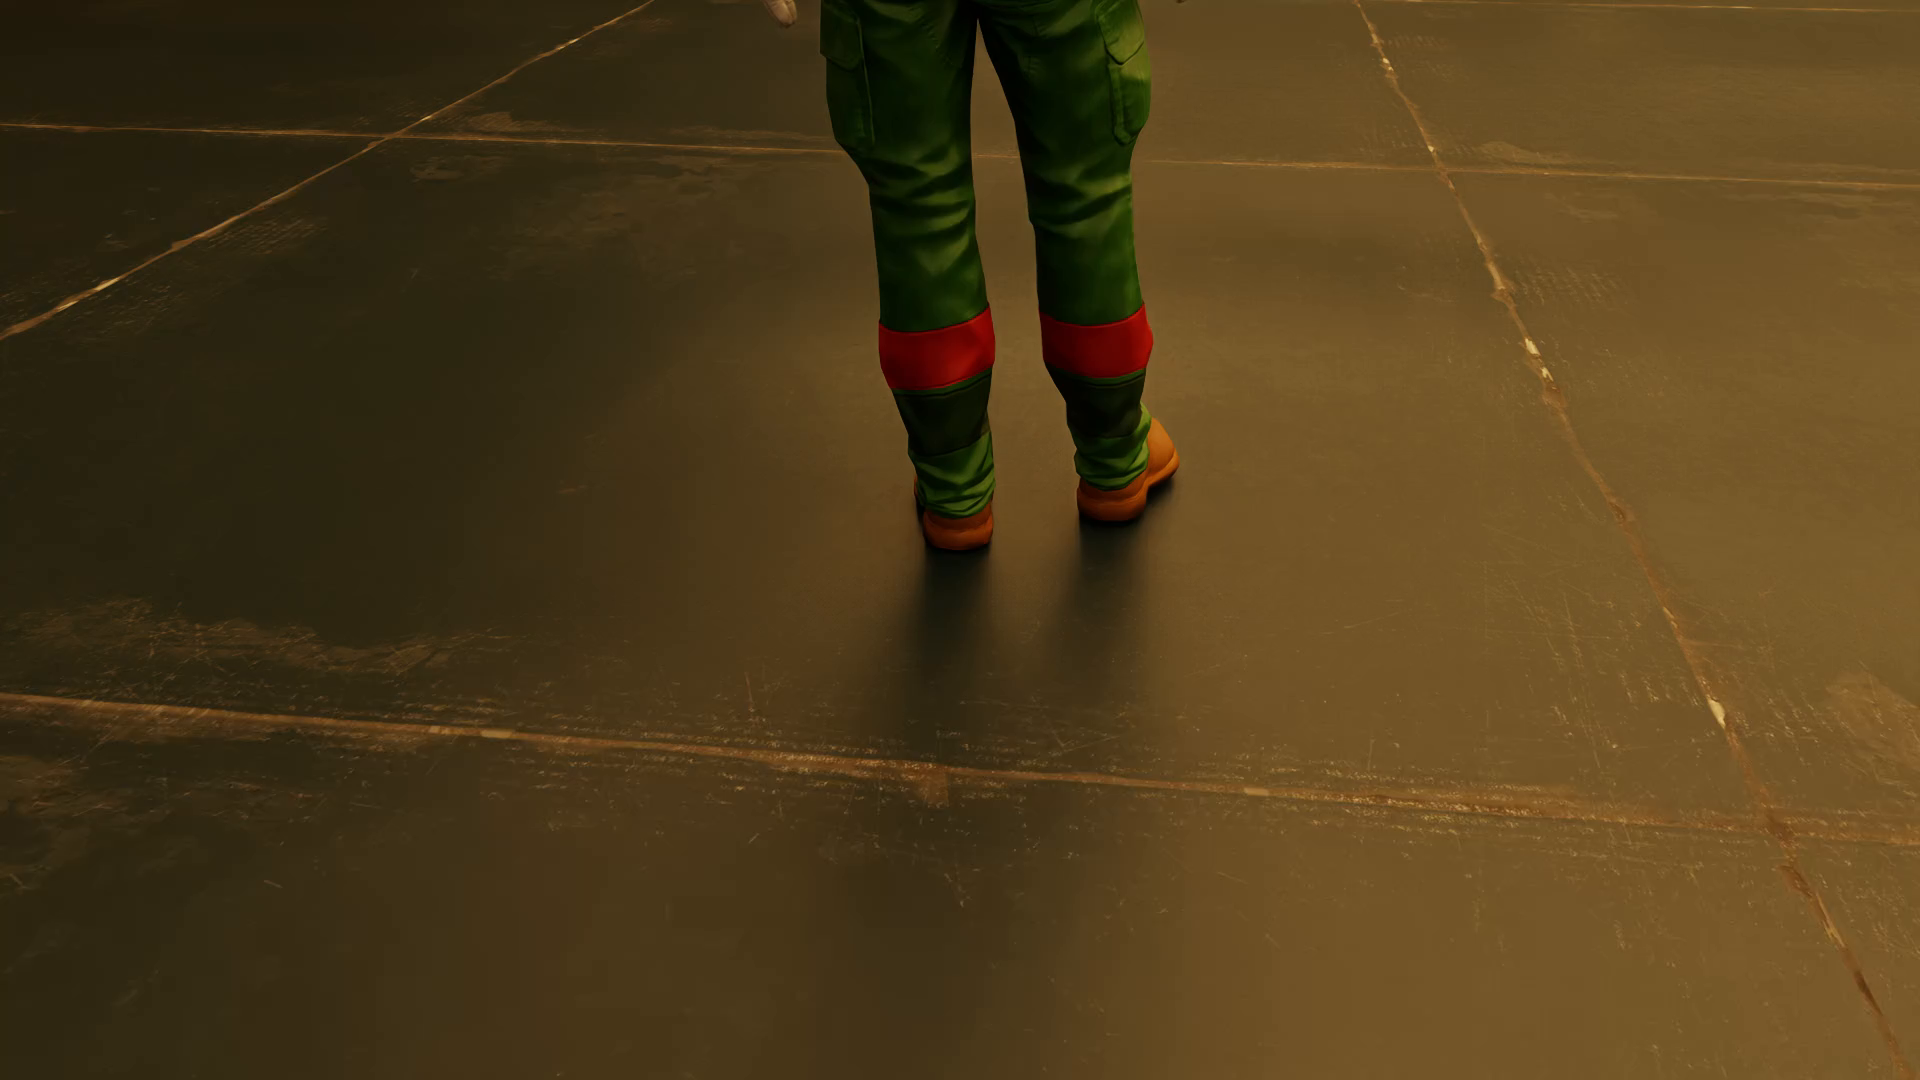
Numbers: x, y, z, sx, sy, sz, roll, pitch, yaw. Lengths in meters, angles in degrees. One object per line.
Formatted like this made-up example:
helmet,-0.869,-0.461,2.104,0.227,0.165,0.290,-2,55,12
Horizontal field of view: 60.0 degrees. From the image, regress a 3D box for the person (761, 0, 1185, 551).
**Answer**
person,0.023,-0.842,2.168,0.637,1.790,0.562,3,27,7
